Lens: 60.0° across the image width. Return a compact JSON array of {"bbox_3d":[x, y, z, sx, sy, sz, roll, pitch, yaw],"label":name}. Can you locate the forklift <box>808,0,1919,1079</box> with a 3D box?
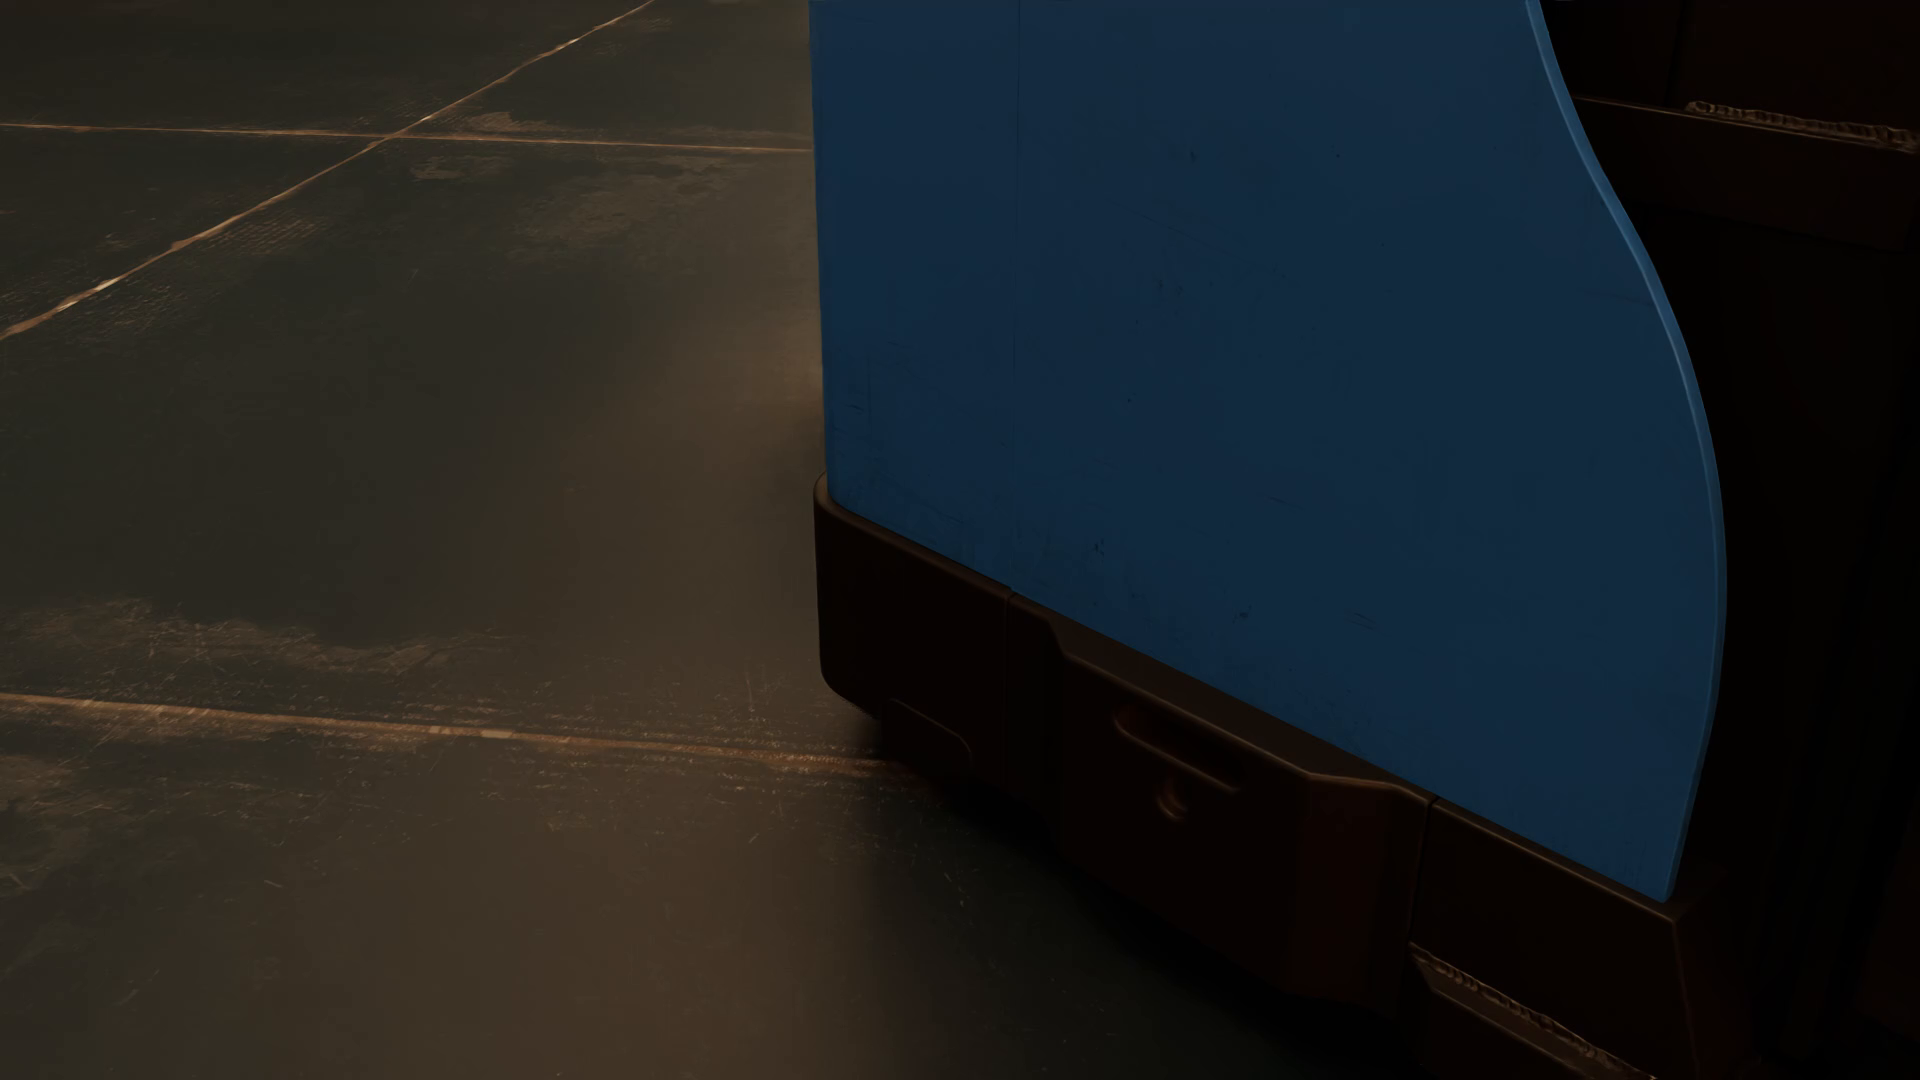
[{"bbox_3d":[1.212,-0.769,0.759,1.130,2.935,3.031,-23,35,-38],"label":"forklift"}]
